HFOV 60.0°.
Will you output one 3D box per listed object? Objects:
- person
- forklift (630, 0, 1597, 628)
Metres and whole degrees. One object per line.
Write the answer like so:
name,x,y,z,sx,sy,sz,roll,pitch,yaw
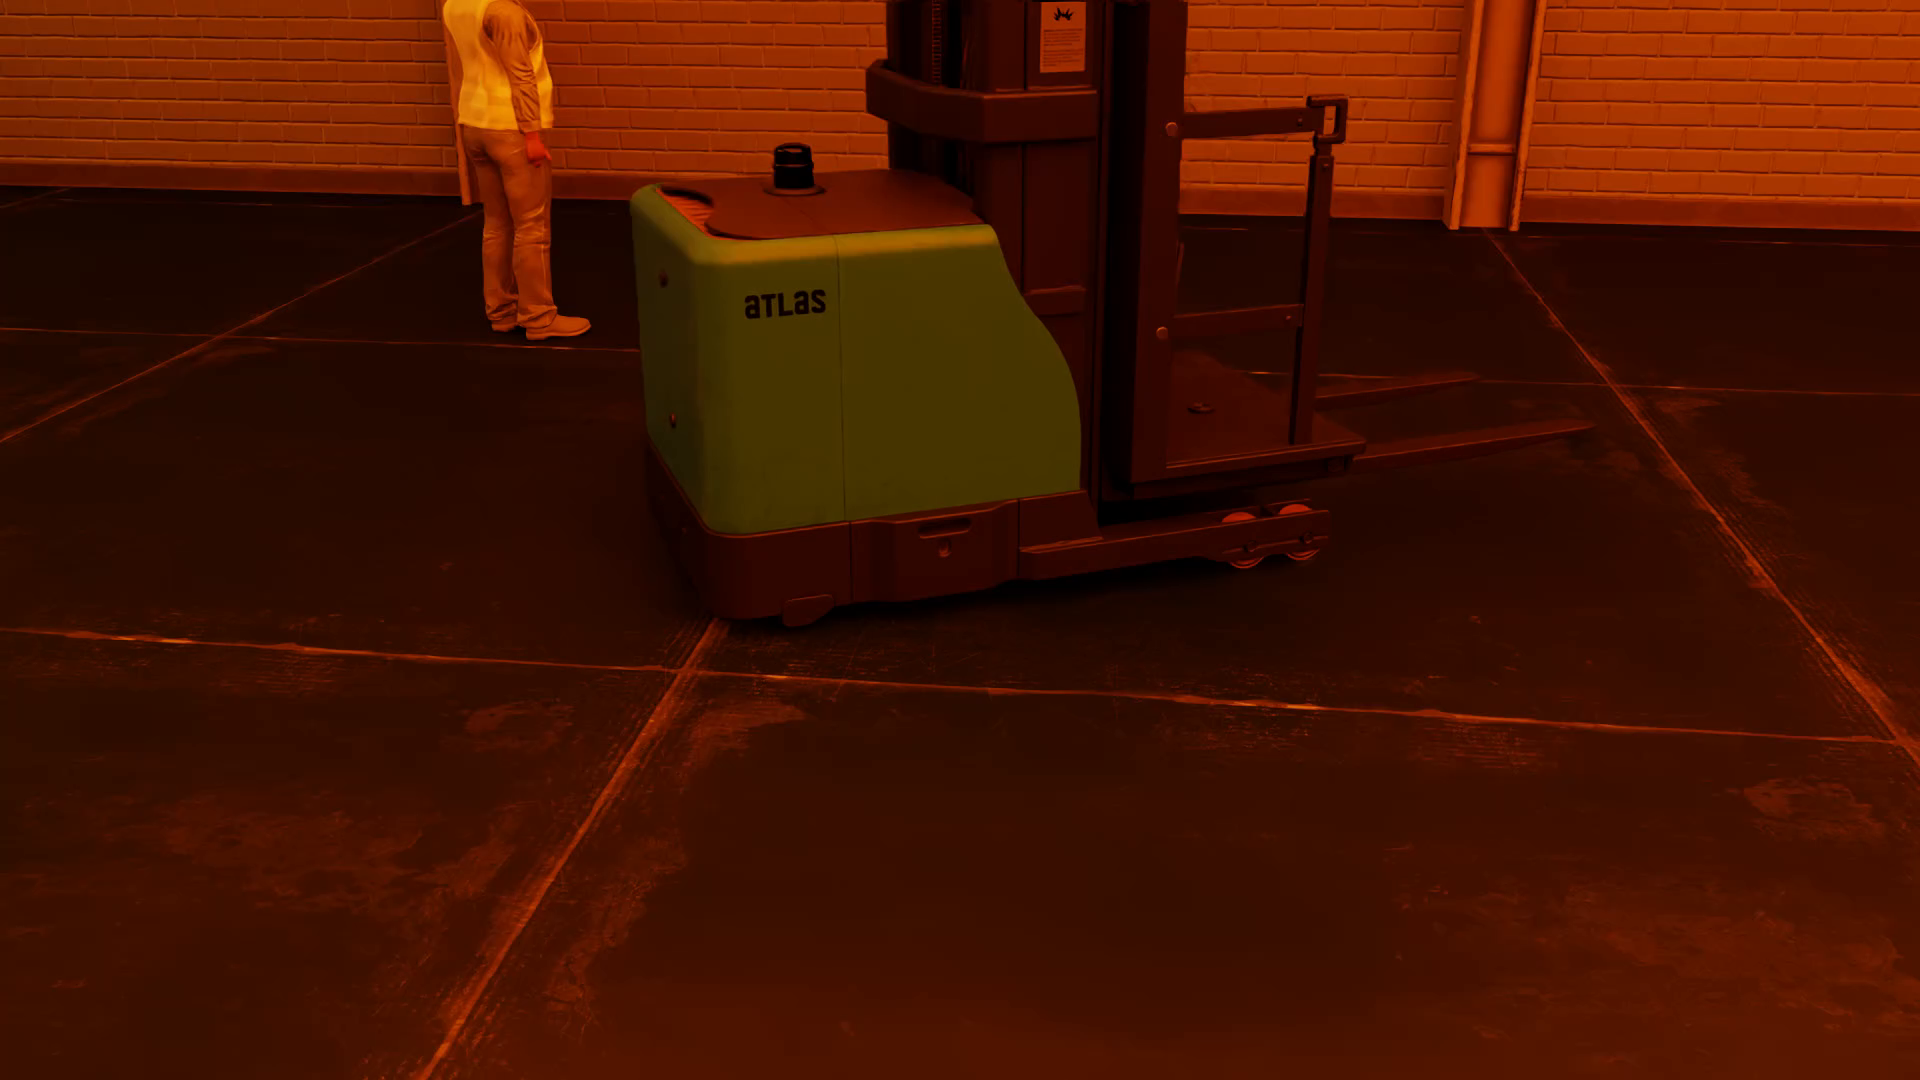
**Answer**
person,-1.952,-1.772,7.207,0.526,1.777,0.368,19,29,39
forklift,0.583,-1.449,4.853,3.031,2.935,1.130,-8,23,-19
